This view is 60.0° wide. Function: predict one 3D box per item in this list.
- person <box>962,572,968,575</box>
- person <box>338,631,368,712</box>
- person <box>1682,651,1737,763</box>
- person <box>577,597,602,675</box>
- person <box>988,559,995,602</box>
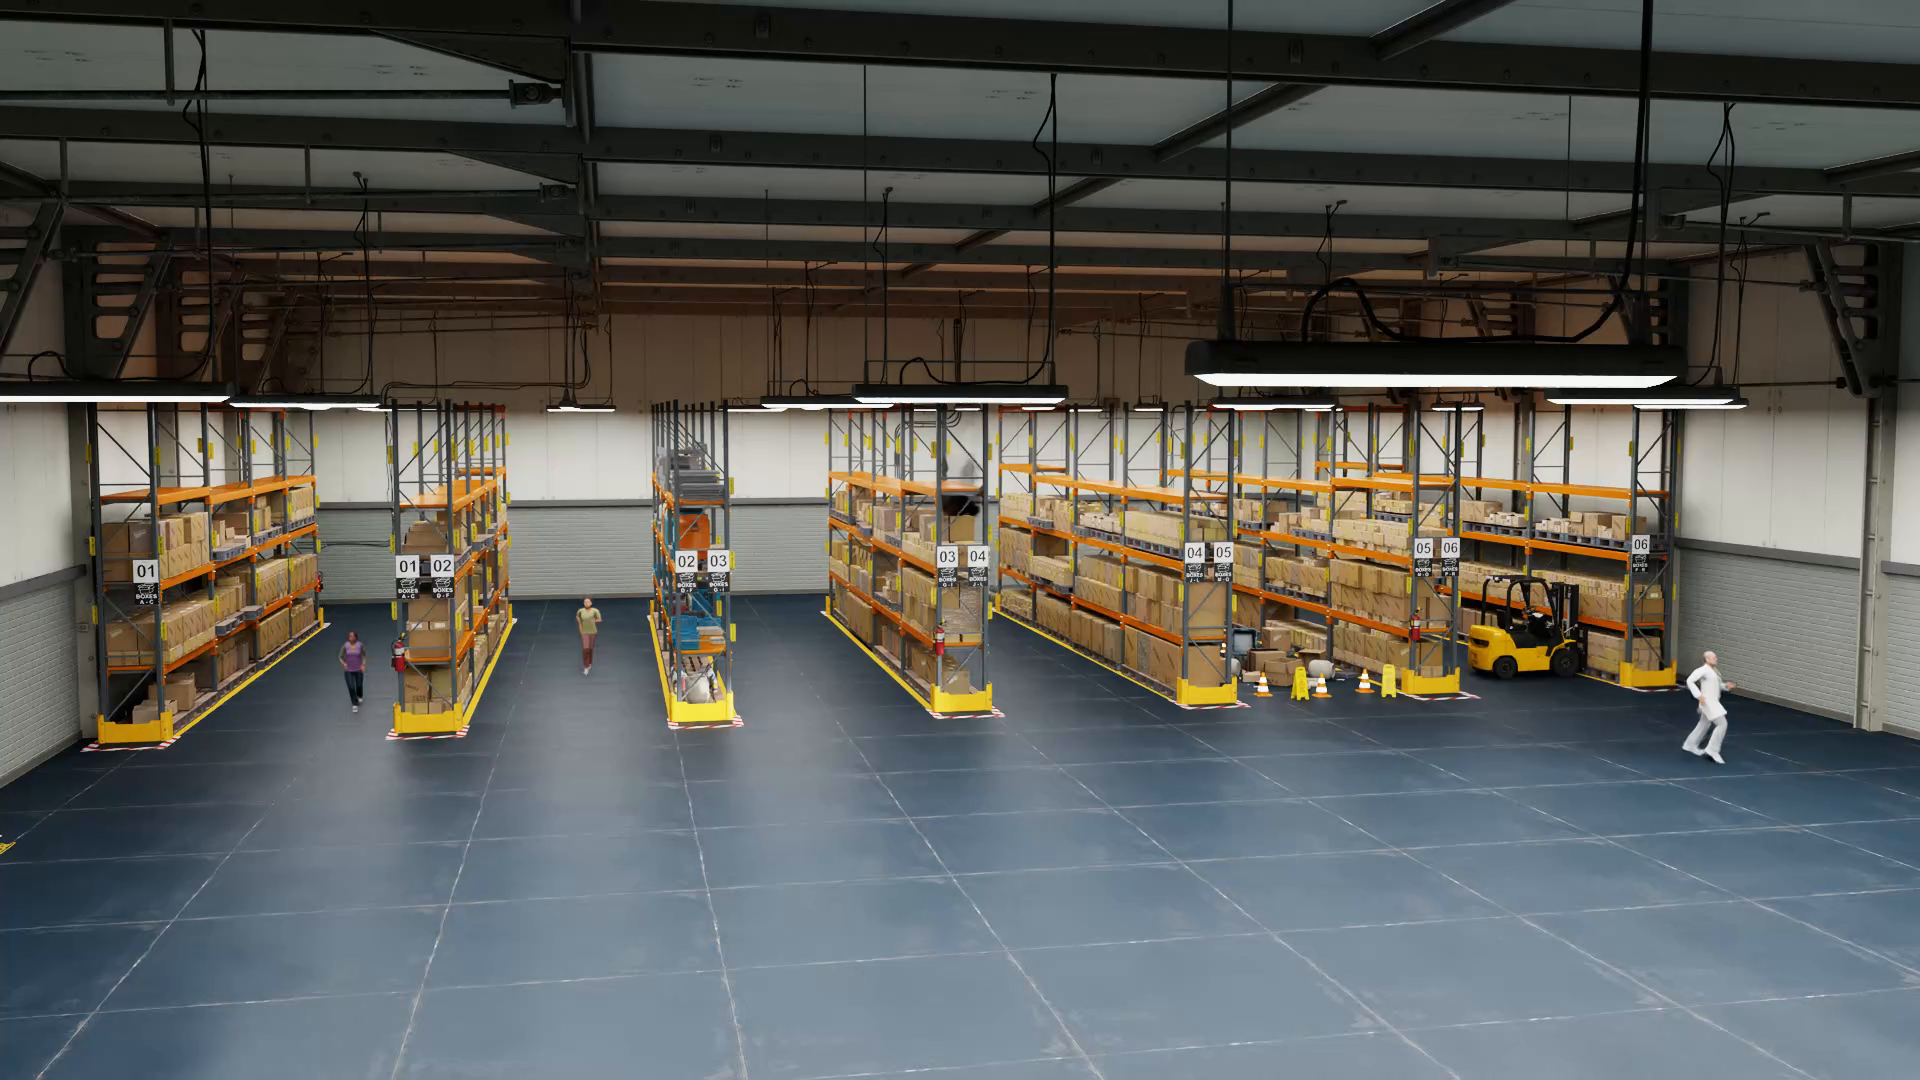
[{"bbox_3d":[-0.087,1.292,48.008,0.642,1.635,0.523,1,4,7],"label":"person"},{"bbox_3d":[-11.701,2.529,32.053,0.543,1.567,0.530,-1,5,-18],"label":"person"},{"bbox_3d":[12.418,2.762,27.569,0.825,1.842,0.668,3,5,35],"label":"person"},{"bbox_3d":[-8.227,2.116,36.959,0.547,1.731,0.741,-1,4,-14],"label":"person"},{"bbox_3d":[0.714,1.115,49.649,0.880,1.763,0.709,-2,5,-24],"label":"person"}]
